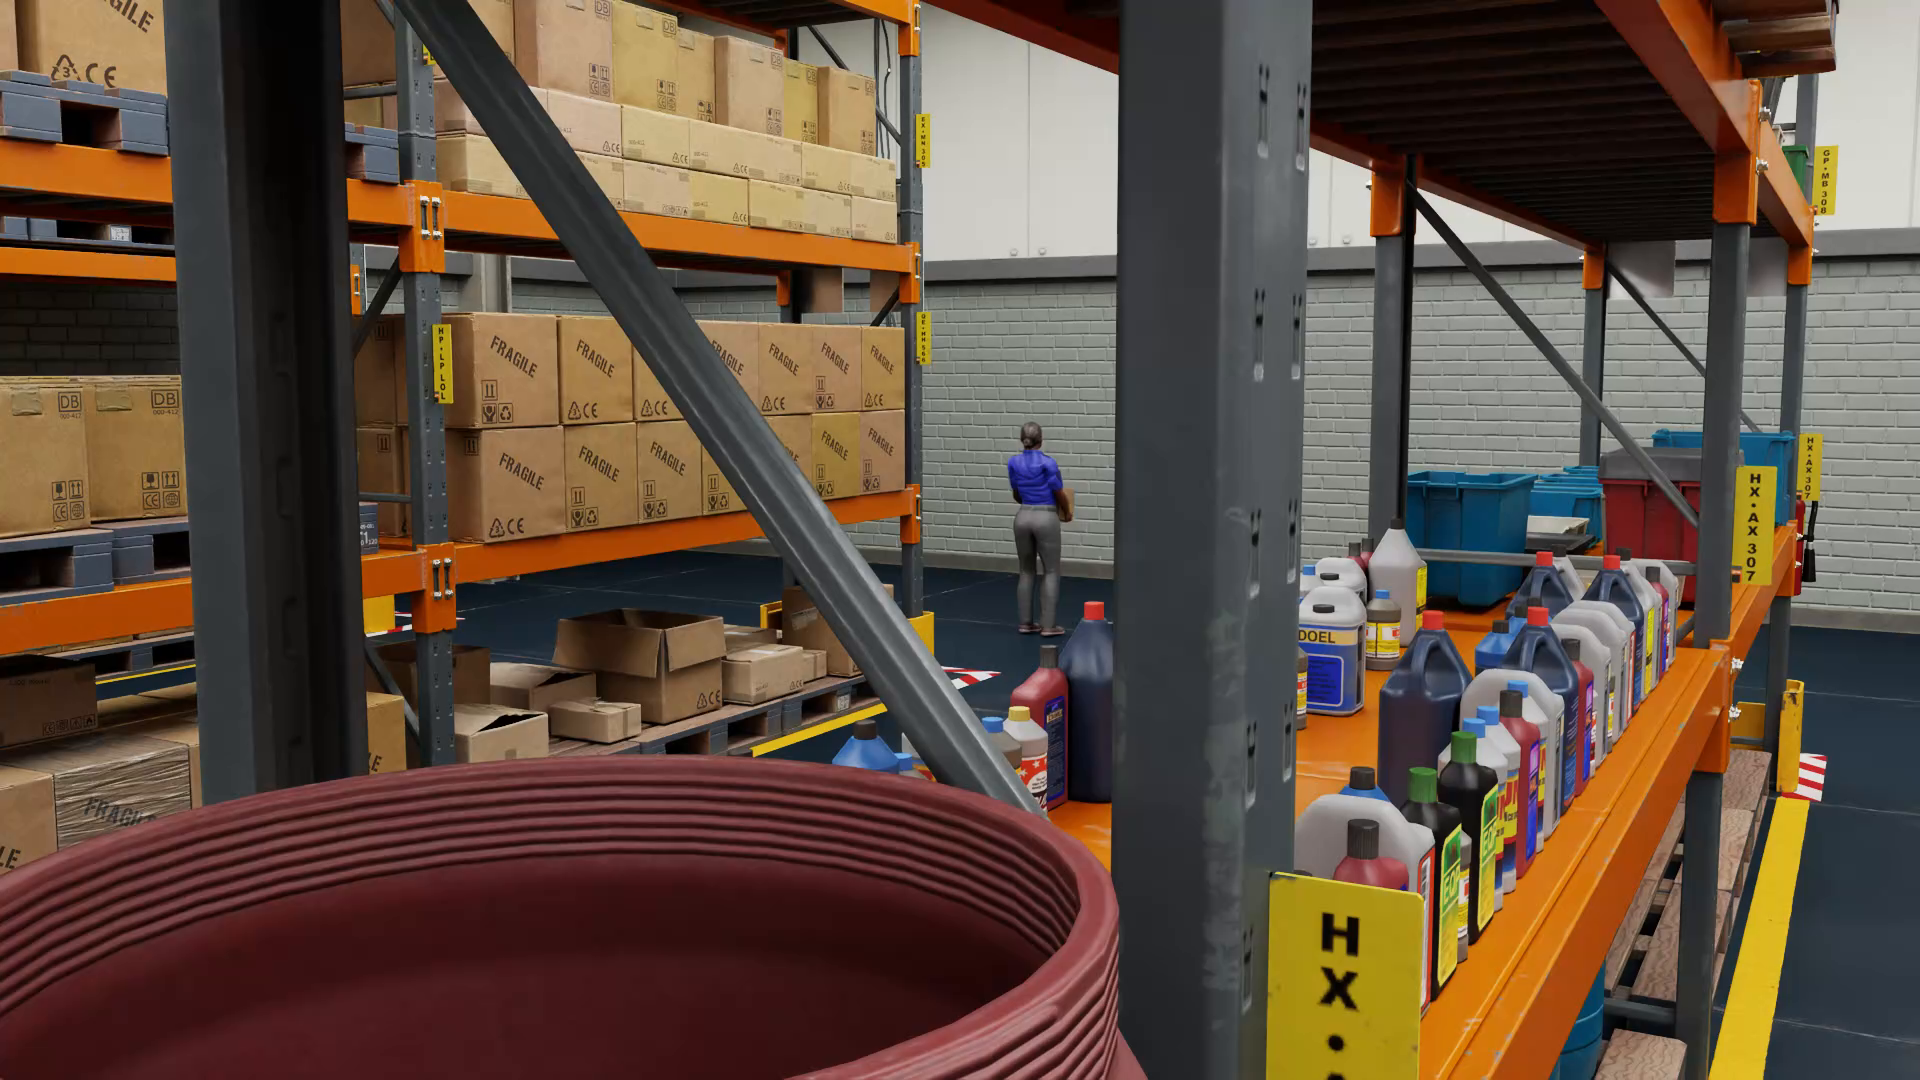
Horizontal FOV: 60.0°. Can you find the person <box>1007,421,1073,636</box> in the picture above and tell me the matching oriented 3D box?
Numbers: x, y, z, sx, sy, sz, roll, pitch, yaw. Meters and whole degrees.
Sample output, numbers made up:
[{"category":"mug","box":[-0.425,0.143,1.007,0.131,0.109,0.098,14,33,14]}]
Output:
[{"category":"person","box":[0.629,-0.095,12.835,0.450,1.647,0.517,3,7,30]}]
